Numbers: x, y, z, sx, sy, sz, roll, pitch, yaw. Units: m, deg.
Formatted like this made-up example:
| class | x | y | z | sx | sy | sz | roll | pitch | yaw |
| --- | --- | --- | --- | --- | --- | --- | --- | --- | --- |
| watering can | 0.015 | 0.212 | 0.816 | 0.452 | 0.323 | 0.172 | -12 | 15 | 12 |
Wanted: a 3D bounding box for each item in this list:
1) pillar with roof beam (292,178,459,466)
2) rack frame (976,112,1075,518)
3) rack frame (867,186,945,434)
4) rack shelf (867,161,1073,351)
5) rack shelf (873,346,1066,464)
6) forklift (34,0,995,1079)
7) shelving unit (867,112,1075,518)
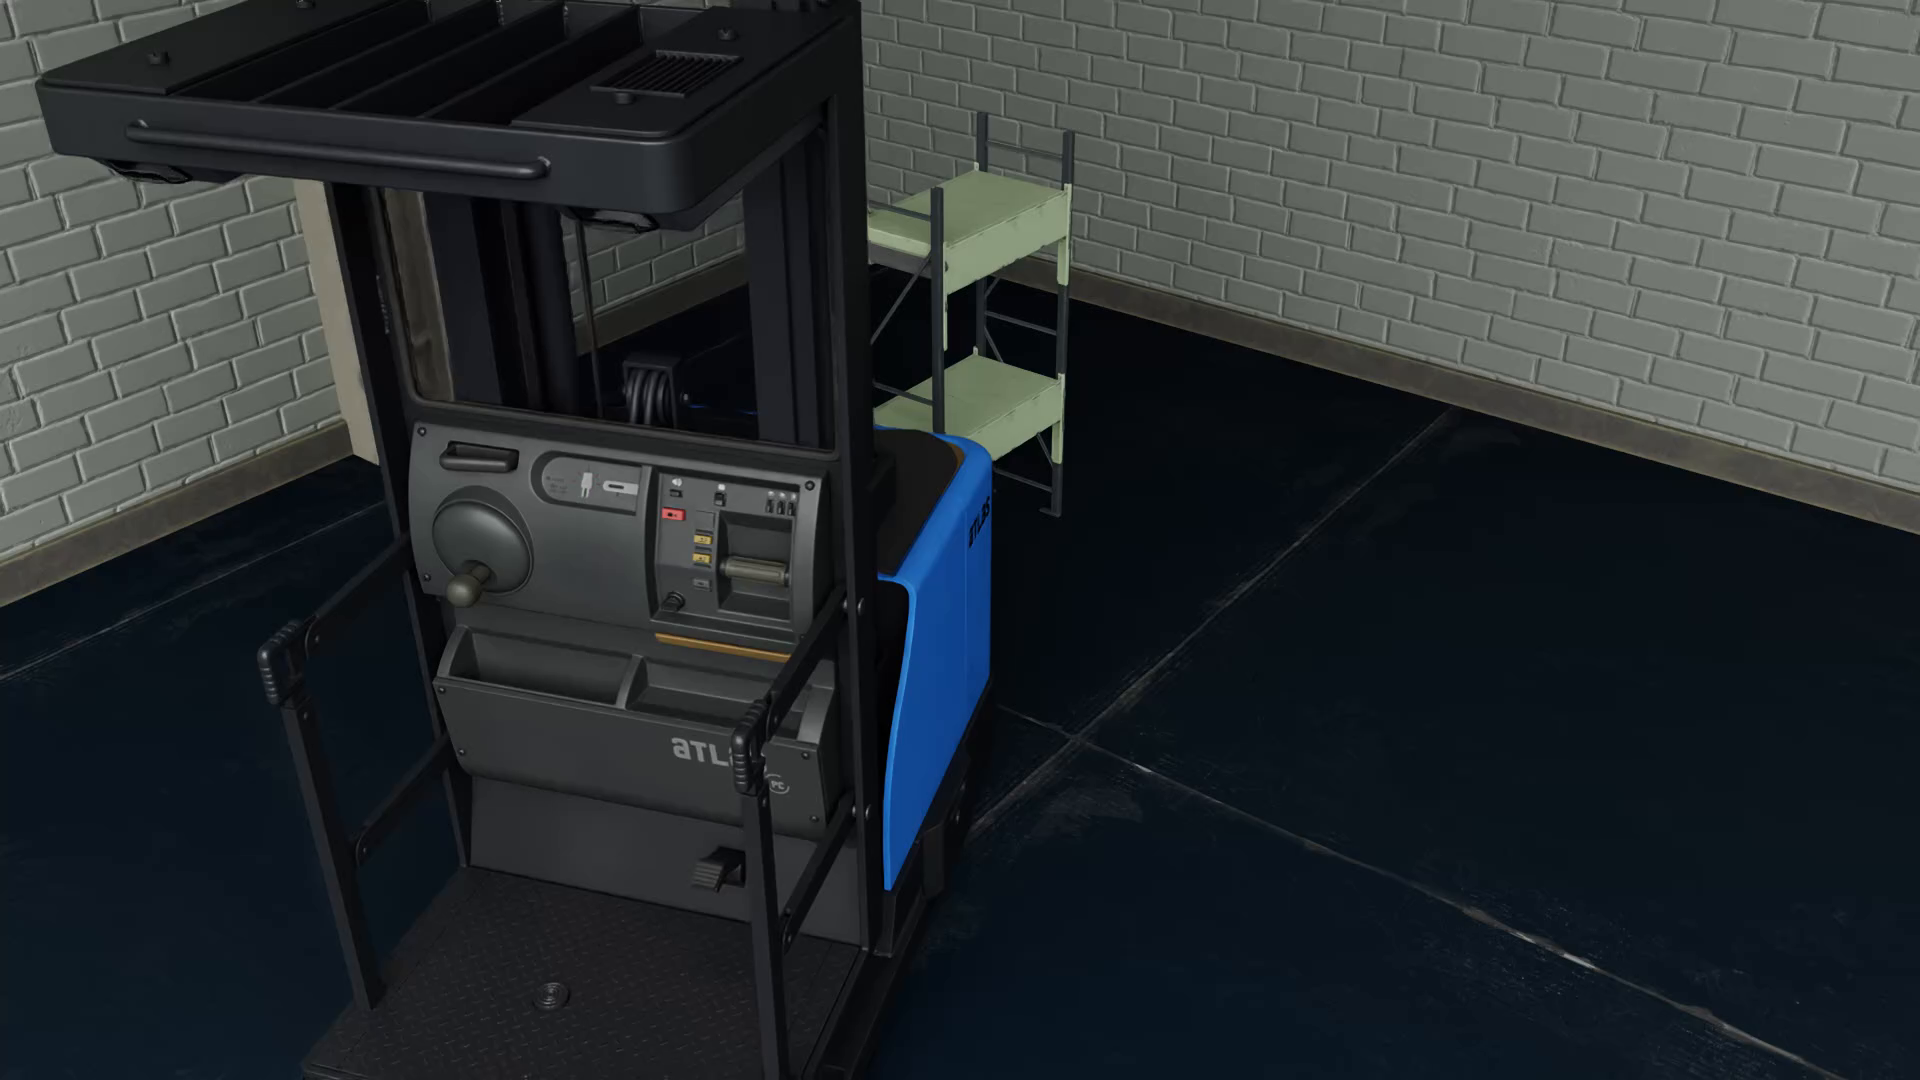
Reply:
| class | x | y | z | sx | sy | sz | roll | pitch | yaw |
| --- | --- | --- | --- | --- | --- | --- | --- | --- | --- |
| pillar with roof beam | 1.149 | -2.946 | 2.394 | 9.100 | 9.000 | 0.400 | 21 | 37 | 31 |
| rack frame | 0.225 | -0.797 | 6.123 | 0.400 | 1.500 | 0.023 | 21 | 37 | 31 |
| rack frame | -0.217 | -0.499 | 5.621 | 0.400 | 1.500 | 0.023 | 21 | 37 | 31 |
| rack shelf | 0.004 | -0.984 | 5.673 | 0.431 | 0.370 | 0.720 | 21 | 37 | 31 |
| rack shelf | 0.004 | -0.367 | 6.038 | 0.431 | 0.370 | 0.720 | 21 | 37 | 31 |
| forklift | -0.789 | 0.036 | 3.314 | 1.130 | 2.935 | 3.031 | 8 | 32 | 14 |
| shelving unit | 0.004 | -0.648 | 5.872 | 0.431 | 1.500 | 0.755 | 21 | 37 | 31 |
